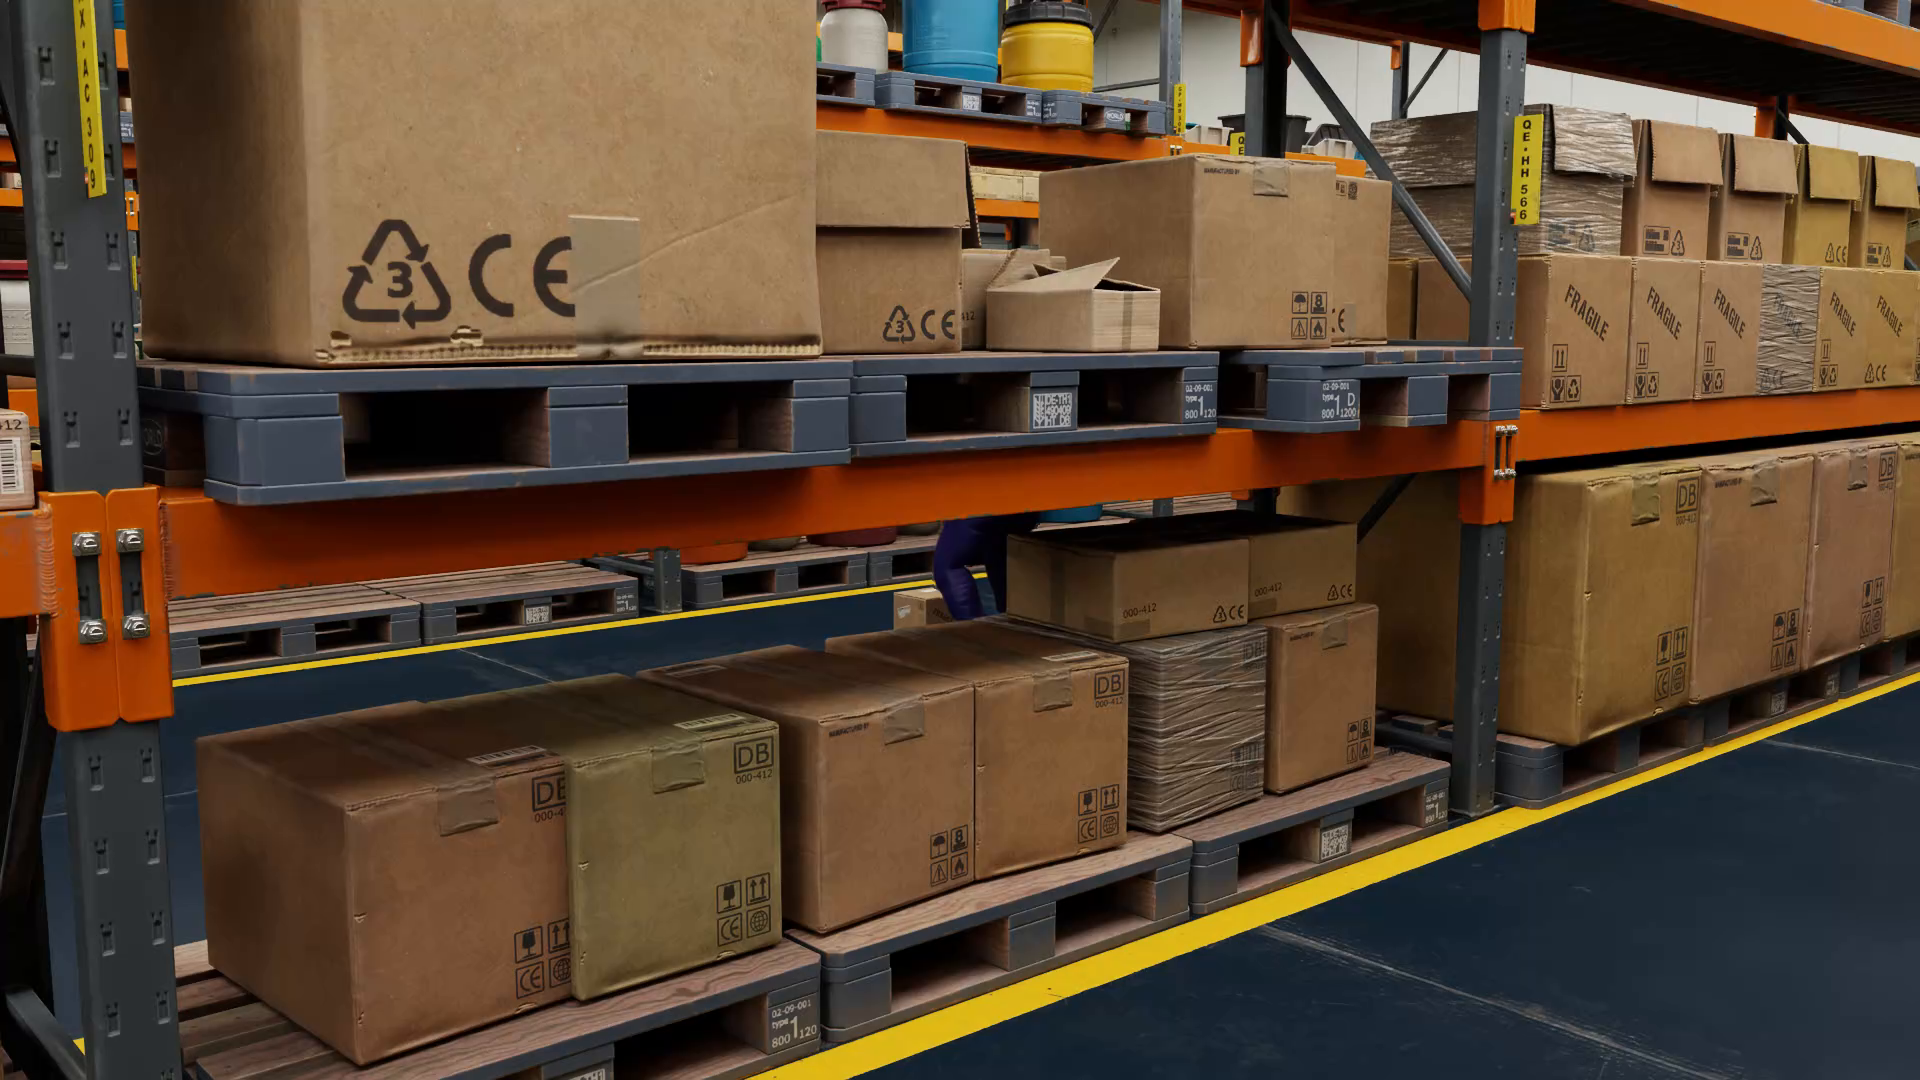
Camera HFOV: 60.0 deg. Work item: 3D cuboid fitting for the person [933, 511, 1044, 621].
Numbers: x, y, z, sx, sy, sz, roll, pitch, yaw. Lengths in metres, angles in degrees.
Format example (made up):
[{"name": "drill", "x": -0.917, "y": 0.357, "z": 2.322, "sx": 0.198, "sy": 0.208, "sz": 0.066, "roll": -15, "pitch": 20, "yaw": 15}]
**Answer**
[{"name": "person", "x": 0.121, "y": -0.198, "z": 7.787, "sx": 0.515, "sy": 1.546, "sz": 0.485, "roll": -6, "pitch": 10, "yaw": -40}]
